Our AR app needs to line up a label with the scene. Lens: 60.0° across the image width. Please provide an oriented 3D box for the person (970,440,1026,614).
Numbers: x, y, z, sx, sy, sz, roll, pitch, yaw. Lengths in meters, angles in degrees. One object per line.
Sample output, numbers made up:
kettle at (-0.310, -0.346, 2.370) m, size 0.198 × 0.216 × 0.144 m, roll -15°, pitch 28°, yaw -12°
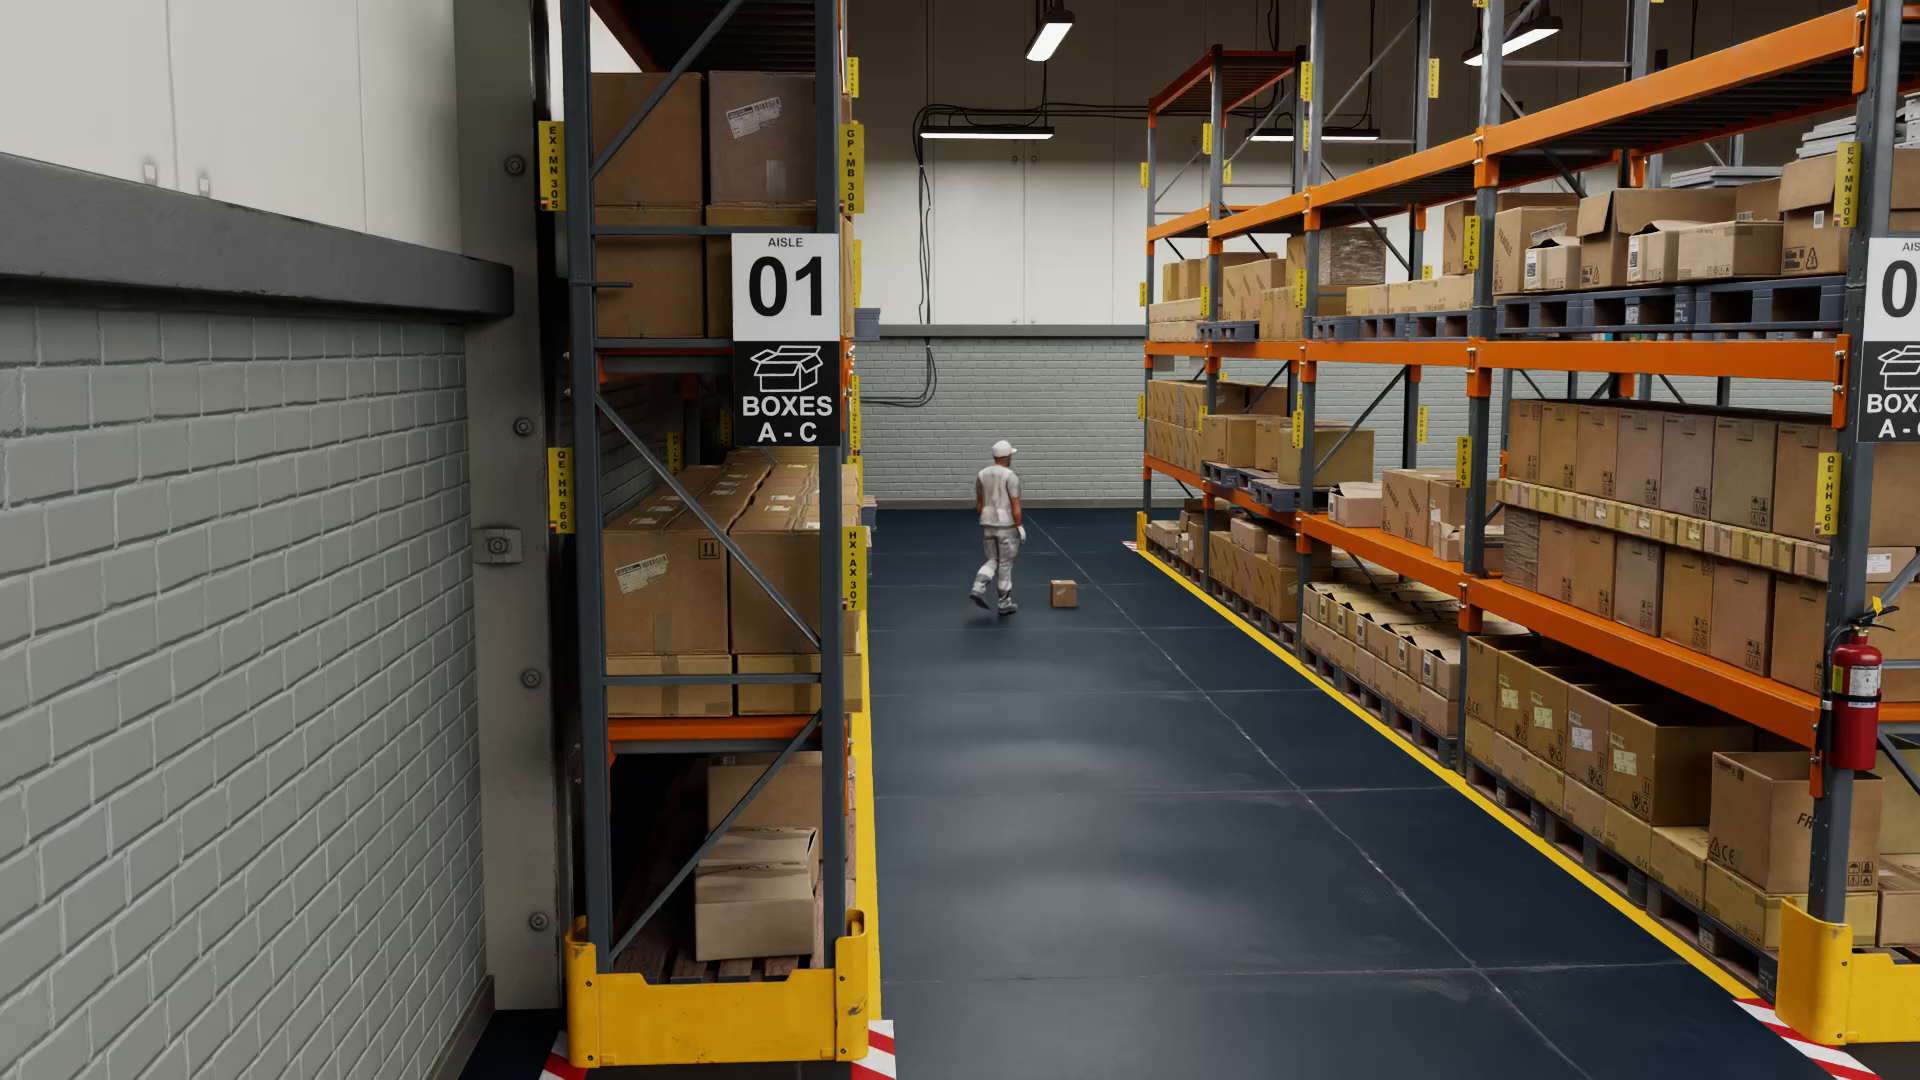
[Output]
person at (0.401, -0.126, 17.110) m, size 0.575 × 1.796 × 0.606 m, roll 5°, pitch 8°, yaw 37°
